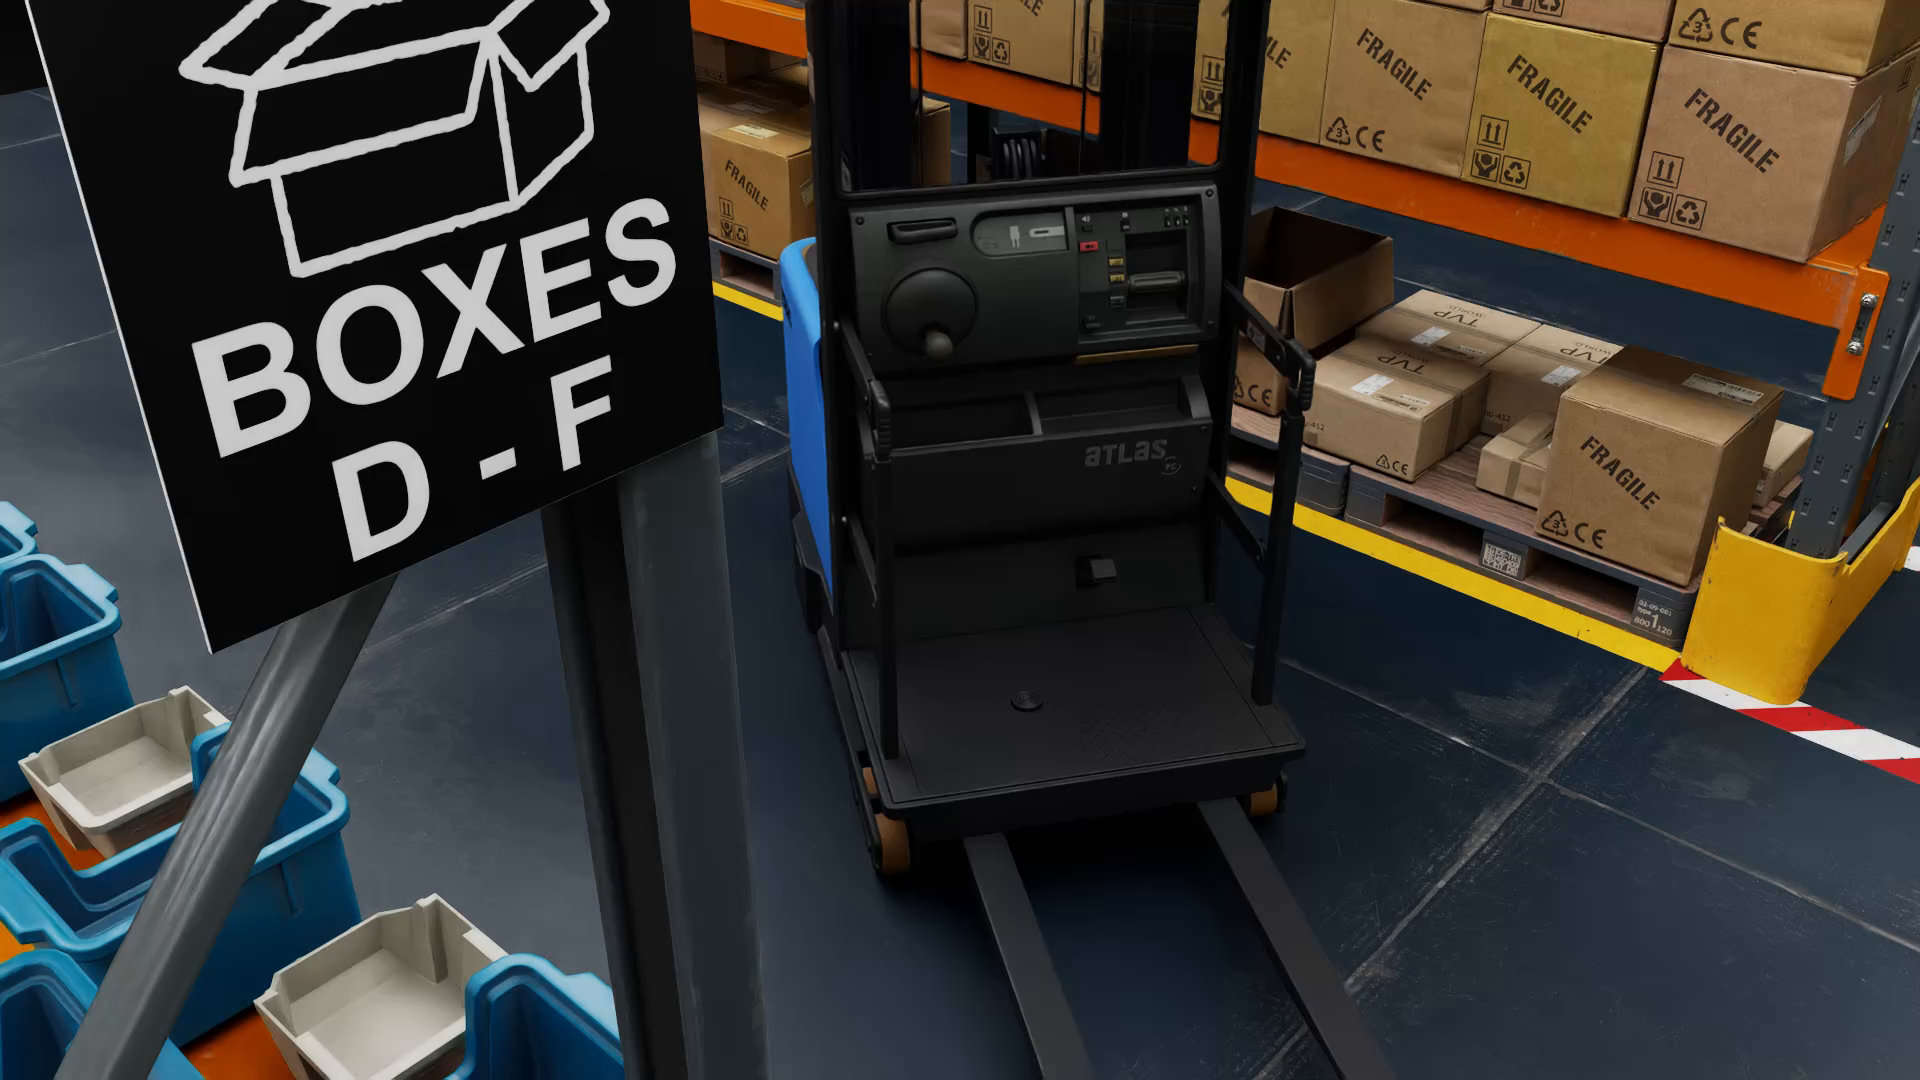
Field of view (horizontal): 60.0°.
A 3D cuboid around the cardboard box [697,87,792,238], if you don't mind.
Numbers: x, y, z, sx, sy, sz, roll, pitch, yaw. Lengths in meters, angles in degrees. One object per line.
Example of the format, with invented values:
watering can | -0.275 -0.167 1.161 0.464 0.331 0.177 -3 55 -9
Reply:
cardboard box | -1.118 -1.774 7.786 0.500 0.500 0.500 25 39 35

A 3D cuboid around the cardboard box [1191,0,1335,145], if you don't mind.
cardboard box | 1.126 -1.658 5.498 0.500 0.500 0.500 24 39 34

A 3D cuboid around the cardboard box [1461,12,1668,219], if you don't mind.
cardboard box | 1.865 -1.309 4.918 0.500 0.500 0.500 25 39 35

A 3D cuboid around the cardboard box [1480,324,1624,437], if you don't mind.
cardboard box | 2.184 -0.517 5.939 0.500 0.250 0.500 25 39 35

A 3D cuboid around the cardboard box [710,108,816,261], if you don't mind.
cardboard box | -0.757 -1.600 7.496 0.500 0.500 0.500 25 39 35

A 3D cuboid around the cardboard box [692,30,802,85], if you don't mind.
cardboard box | -1.135 -2.466 8.209 0.500 0.250 0.500 25 39 35

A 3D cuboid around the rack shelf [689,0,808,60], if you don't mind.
rack shelf | -1.681 -2.805 8.198 4.000 0.370 1.077 25 39 35

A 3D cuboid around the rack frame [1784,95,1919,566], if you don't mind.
rack frame | 2.767 -1.037 4.564 0.127 3.000 1.000 25 39 35

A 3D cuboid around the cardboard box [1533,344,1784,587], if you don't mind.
cardboard box | 2.199 -0.248 5.251 0.500 0.500 0.500 25 39 35

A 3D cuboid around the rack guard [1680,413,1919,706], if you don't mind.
rack guard | 2.711 0.008 5.252 0.348 0.500 1.175 25 39 35

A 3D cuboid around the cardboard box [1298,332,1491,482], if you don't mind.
cardboard box | 1.514 -0.481 5.881 0.500 0.250 0.500 25 39 35

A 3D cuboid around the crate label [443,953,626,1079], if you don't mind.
crate label | -0.522 0.691 1.798 0.303 0.233 0.416 25 39 35

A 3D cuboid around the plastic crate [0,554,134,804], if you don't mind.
plastic crate | -1.498 0.235 2.555 0.300 0.233 0.416 25 39 35

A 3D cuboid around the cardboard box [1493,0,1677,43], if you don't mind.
cardboard box | 1.877 -1.731 4.651 0.500 0.500 0.500 26 40 36

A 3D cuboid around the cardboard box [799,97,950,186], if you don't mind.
cardboard box | -0.394 -1.799 7.827 0.500 0.500 0.500 23 38 33

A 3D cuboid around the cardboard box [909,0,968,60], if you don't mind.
cardboard box | -0.004 -2.183 6.371 0.500 0.500 0.500 26 40 36

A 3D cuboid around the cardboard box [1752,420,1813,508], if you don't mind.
cardboard box | 2.687 -0.280 5.644 0.250 0.149 0.380 25 39 35

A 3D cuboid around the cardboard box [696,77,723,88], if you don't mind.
cardboard box | -1.162 -2.155 8.419 0.500 0.500 0.500 26 39 36

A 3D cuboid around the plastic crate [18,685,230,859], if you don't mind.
plastic crate | -1.207 0.355 2.450 0.298 0.136 0.250 25 39 35

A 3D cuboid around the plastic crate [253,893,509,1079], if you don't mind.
plastic crate | -0.704 0.590 2.060 0.298 0.136 0.250 25 39 35

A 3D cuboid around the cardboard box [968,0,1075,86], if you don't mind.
cardboard box | 0.378 -2.007 6.079 0.500 0.500 0.500 26 40 36

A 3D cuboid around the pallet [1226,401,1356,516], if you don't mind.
pallet | 1.219 -0.566 6.486 1.213 0.211 1.003 25 39 35

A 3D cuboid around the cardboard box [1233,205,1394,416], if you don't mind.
cardboard box | 1.198 -0.892 6.317 0.637 0.503 0.797 25 39 35

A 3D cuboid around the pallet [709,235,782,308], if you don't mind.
pallet | -0.827 -1.493 8.026 1.213 0.211 1.003 25 39 35

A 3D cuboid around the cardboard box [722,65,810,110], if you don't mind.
cardboard box | -0.797 -1.979 8.127 0.500 0.500 0.500 26 39 36

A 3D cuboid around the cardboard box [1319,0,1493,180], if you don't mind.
cardboard box | 1.499 -1.483 5.209 0.500 0.500 0.500 25 39 35

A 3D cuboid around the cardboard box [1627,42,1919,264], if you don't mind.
cardboard box | 2.252 -1.130 4.622 0.500 0.500 0.500 26 40 36

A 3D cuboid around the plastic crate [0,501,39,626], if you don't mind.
plastic crate | -1.720 0.131 2.728 0.300 0.233 0.416 25 39 35

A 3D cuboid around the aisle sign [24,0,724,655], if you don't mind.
aisle sign | -0.307 -0.346 0.896 0.004 0.787 0.394 25 39 35

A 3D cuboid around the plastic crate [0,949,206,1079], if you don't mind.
plastic crate | -0.933 0.771 1.469 0.499 0.435 0.616 25 39 35

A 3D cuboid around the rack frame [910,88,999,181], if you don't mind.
rack frame | -0.199 -2.421 6.863 0.127 3.000 1.000 25 39 35

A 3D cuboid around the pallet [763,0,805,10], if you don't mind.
pallet | -0.718 -2.657 7.441 1.213 0.211 1.003 25 39 35

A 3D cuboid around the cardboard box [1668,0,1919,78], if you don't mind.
cardboard box | 2.253 -1.557 4.361 0.500 0.500 0.500 25 39 35

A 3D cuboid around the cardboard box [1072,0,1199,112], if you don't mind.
cardboard box | 0.748 -1.833 5.790 0.500 0.500 0.500 25 39 35

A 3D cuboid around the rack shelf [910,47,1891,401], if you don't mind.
rack shelf | 1.284 -1.421 5.899 4.000 0.370 1.077 25 39 35

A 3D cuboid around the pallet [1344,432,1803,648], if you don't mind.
pallet | 2.119 -0.144 5.784 1.213 0.211 1.003 25 39 35

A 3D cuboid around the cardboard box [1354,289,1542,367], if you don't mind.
cardboard box | 1.813 -0.690 6.227 0.500 0.250 0.500 25 39 35

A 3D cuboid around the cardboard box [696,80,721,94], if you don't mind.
cardboard box | -1.489 -1.948 8.074 0.500 0.500 0.500 26 39 36

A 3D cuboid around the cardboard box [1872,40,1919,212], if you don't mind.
cardboard box | 2.615 -1.334 4.960 0.500 0.500 0.500 26 40 36

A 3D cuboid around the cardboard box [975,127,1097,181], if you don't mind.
cardboard box | 0.414 -1.450 7.247 0.500 0.500 0.500 25 39 35

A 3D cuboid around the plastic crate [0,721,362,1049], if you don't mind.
plastic crate | -1.010 0.463 2.176 0.300 0.233 0.416 25 39 35

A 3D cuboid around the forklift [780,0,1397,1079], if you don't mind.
forklift | 0.246 -0.605 3.913 1.130 2.935 3.031 -7 32 -11

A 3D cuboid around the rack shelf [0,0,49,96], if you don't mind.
rack shelf | -2.042 -0.813 1.981 4.000 0.370 1.077 25 39 35

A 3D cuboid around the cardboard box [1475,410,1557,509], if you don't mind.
cardboard box | 1.959 -0.280 5.627 0.250 0.166 0.380 25 39 35

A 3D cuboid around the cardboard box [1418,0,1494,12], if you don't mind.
cardboard box | 1.490 -1.909 4.946 0.500 0.500 0.500 26 40 36
